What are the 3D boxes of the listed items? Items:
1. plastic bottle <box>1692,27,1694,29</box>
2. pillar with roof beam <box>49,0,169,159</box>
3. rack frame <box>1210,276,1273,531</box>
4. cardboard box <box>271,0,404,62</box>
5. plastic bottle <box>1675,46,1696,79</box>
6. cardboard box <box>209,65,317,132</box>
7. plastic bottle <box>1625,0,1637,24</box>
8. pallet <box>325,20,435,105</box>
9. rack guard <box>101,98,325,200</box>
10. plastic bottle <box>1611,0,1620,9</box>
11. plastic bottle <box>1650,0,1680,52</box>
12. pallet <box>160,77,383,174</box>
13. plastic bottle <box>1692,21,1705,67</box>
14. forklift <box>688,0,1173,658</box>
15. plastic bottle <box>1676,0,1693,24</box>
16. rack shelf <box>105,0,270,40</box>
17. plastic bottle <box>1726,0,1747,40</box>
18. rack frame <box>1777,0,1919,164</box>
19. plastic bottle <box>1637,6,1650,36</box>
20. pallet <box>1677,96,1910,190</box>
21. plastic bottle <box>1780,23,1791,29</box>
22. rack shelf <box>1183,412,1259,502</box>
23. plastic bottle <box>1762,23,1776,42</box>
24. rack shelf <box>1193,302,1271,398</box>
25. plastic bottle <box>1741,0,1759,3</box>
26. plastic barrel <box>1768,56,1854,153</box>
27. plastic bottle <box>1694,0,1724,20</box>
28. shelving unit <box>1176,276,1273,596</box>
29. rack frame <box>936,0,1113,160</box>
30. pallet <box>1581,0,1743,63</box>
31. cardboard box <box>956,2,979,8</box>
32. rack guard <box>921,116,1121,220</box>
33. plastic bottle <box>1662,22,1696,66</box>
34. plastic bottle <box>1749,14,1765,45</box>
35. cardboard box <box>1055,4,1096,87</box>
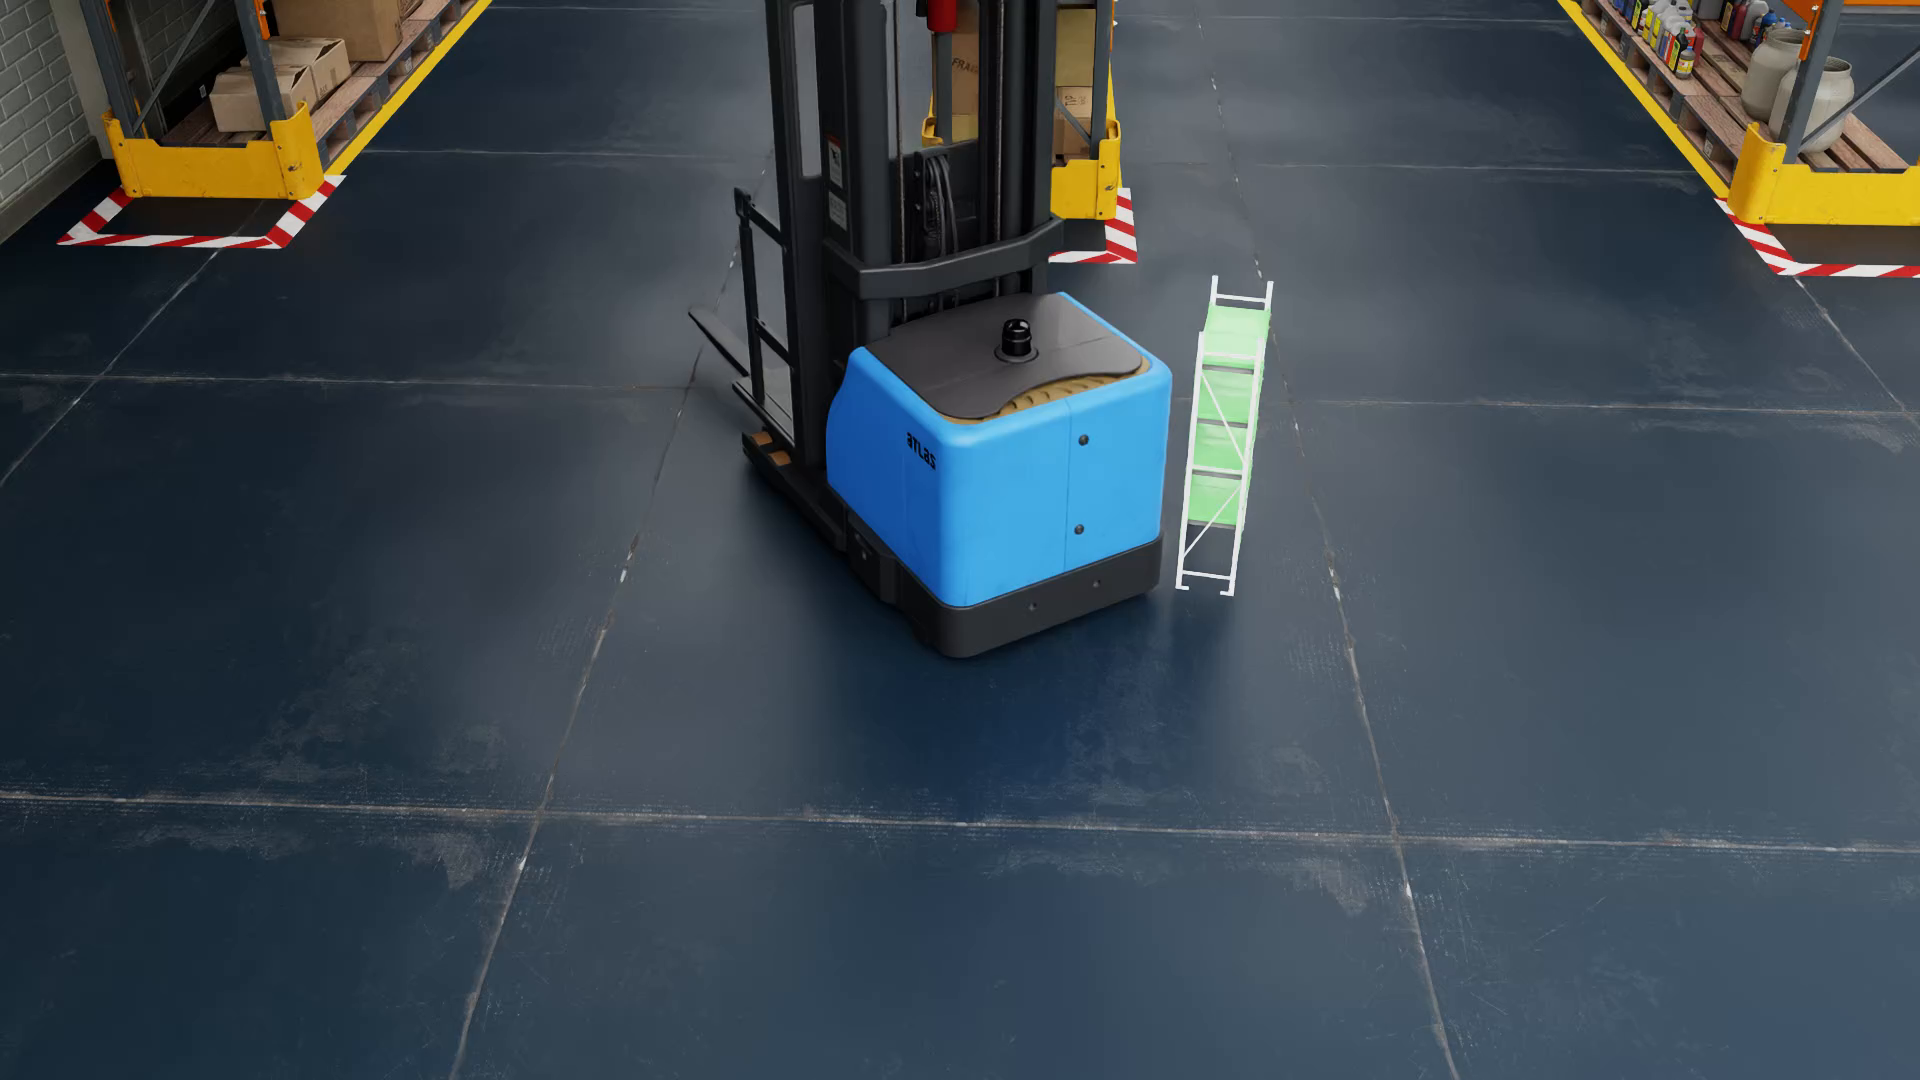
[{"bbox_3d":[5.116,-3.490,11.658,0.097,0.201,0.097,0,35,0],"label":"plastic bottle"},{"bbox_3d":[-1.122,-6.164,8.194,9.100,9.000,0.400,1,35,2],"label":"pillar with roof beam"},{"bbox_3d":[1.130,-0.551,6.990,0.240,1.200,0.015,7,36,11],"label":"rack frame"},{"bbox_3d":[-4.367,-3.687,11.679,0.700,0.500,0.500,-1,35,-1],"label":"cardboard box"},{"bbox_3d":[4.947,-3.258,11.328,0.097,0.201,0.097,0,35,0],"label":"plastic bottle"},{"bbox_3d":[-4.470,-2.862,10.669,0.500,0.311,0.500,-2,35,-3],"label":"cardboard box"},{"bbox_3d":[5.018,-3.989,12.239,0.144,0.351,0.185,0,35,0],"label":"plastic bottle"},{"bbox_3d":[-4.465,-3.454,11.981,1.003,0.211,1.213,1,35,2],"label":"pallet"},{"bbox_3d":[-4.584,-2.407,10.241,1.175,0.500,0.348,1,35,2],"label":"rack guard"},{"bbox_3d":[5.036,-4.162,12.549,0.152,0.276,0.135,3,35,4],"label":"plastic bottle"},{"bbox_3d":[4.993,-3.638,11.739,0.144,0.351,0.185,3,35,4],"label":"plastic bottle"},{"bbox_3d":[-4.517,-2.755,10.987,1.003,0.211,1.213,1,35,2],"label":"pallet"},{"bbox_3d":[5.091,-3.434,11.507,0.061,0.283,0.133,1,35,2],"label":"plastic bottle"},{"bbox_3d":[-0.350,-1.561,6.923,1.130,2.935,3.031,-19,39,-24],"label":"forklift"},{"bbox_3d":[5.150,-3.725,11.928,0.152,0.276,0.135,1,35,2],"label":"plastic bottle"},{"bbox_3d":[-4.507,-4.241,11.301,1.077,0.370,4.000,1,35,2],"label":"rack shelf"},{"bbox_3d":[5.597,-3.761,11.972,0.061,0.283,0.133,1,35,2],"label":"plastic bottle"},{"bbox_3d":[5.312,-3.158,9.134,1.000,3.000,0.127,1,35,2],"label":"rack frame"},{"bbox_3d":[4.983,-3.766,12.051,0.097,0.201,0.097,0,35,0],"label":"plastic bottle"},{"bbox_3d":[5.306,-2.528,10.664,1.003,0.211,1.213,1,35,2],"label":"pallet"},{"bbox_3d":[5.709,-3.453,11.544,0.097,0.271,0.097,0,35,0],"label":"plastic bottle"},{"bbox_3d":[1.076,-0.362,6.832,0.258,0.148,0.480,7,36,11],"label":"rack shelf"},{"bbox_3d":[5.717,-3.538,11.727,0.097,0.201,0.097,0,35,0],"label":"plastic bottle"},{"bbox_3d":[1.076,-0.754,6.556,0.258,0.148,0.480,7,36,11],"label":"rack shelf"},{"bbox_3d":[5.714,-3.879,12.082,0.144,0.351,0.185,1,35,2],"label":"plastic bottle"},{"bbox_3d":[5.262,-2.691,10.269,0.421,0.512,0.421,0,35,0],"label":"plastic barrel"},{"bbox_3d":[5.578,-4.023,12.352,0.152,0.276,0.135,1,35,2],"label":"plastic bottle"},{"bbox_3d":[1.076,-0.414,6.795,0.258,1.200,0.503,7,36,11],"label":"shelving unit"},{"bbox_3d":[0.362,-3.274,9.300,1.000,3.000,0.127,1,35,2],"label":"rack frame"},{"bbox_3d":[5.404,-3.930,12.658,1.003,0.211,1.213,1,35,2],"label":"pallet"},{"bbox_3d":[0.112,-3.518,11.020,0.500,0.500,0.500,1,35,2],"label":"cardboard box"},{"bbox_3d":[0.361,-2.238,9.999,1.175,0.500,0.348,1,35,2],"label":"rack guard"},{"bbox_3d":[4.985,-3.433,11.512,0.152,0.276,0.135,2,35,2],"label":"plastic bottle"},{"bbox_3d":[5.726,-3.657,11.895,0.097,0.201,0.097,0,35,0],"label":"plastic bottle"},{"bbox_3d":[0.624,-3.218,10.594,0.500,0.500,0.500,1,35,2],"label":"cardboard box"}]
